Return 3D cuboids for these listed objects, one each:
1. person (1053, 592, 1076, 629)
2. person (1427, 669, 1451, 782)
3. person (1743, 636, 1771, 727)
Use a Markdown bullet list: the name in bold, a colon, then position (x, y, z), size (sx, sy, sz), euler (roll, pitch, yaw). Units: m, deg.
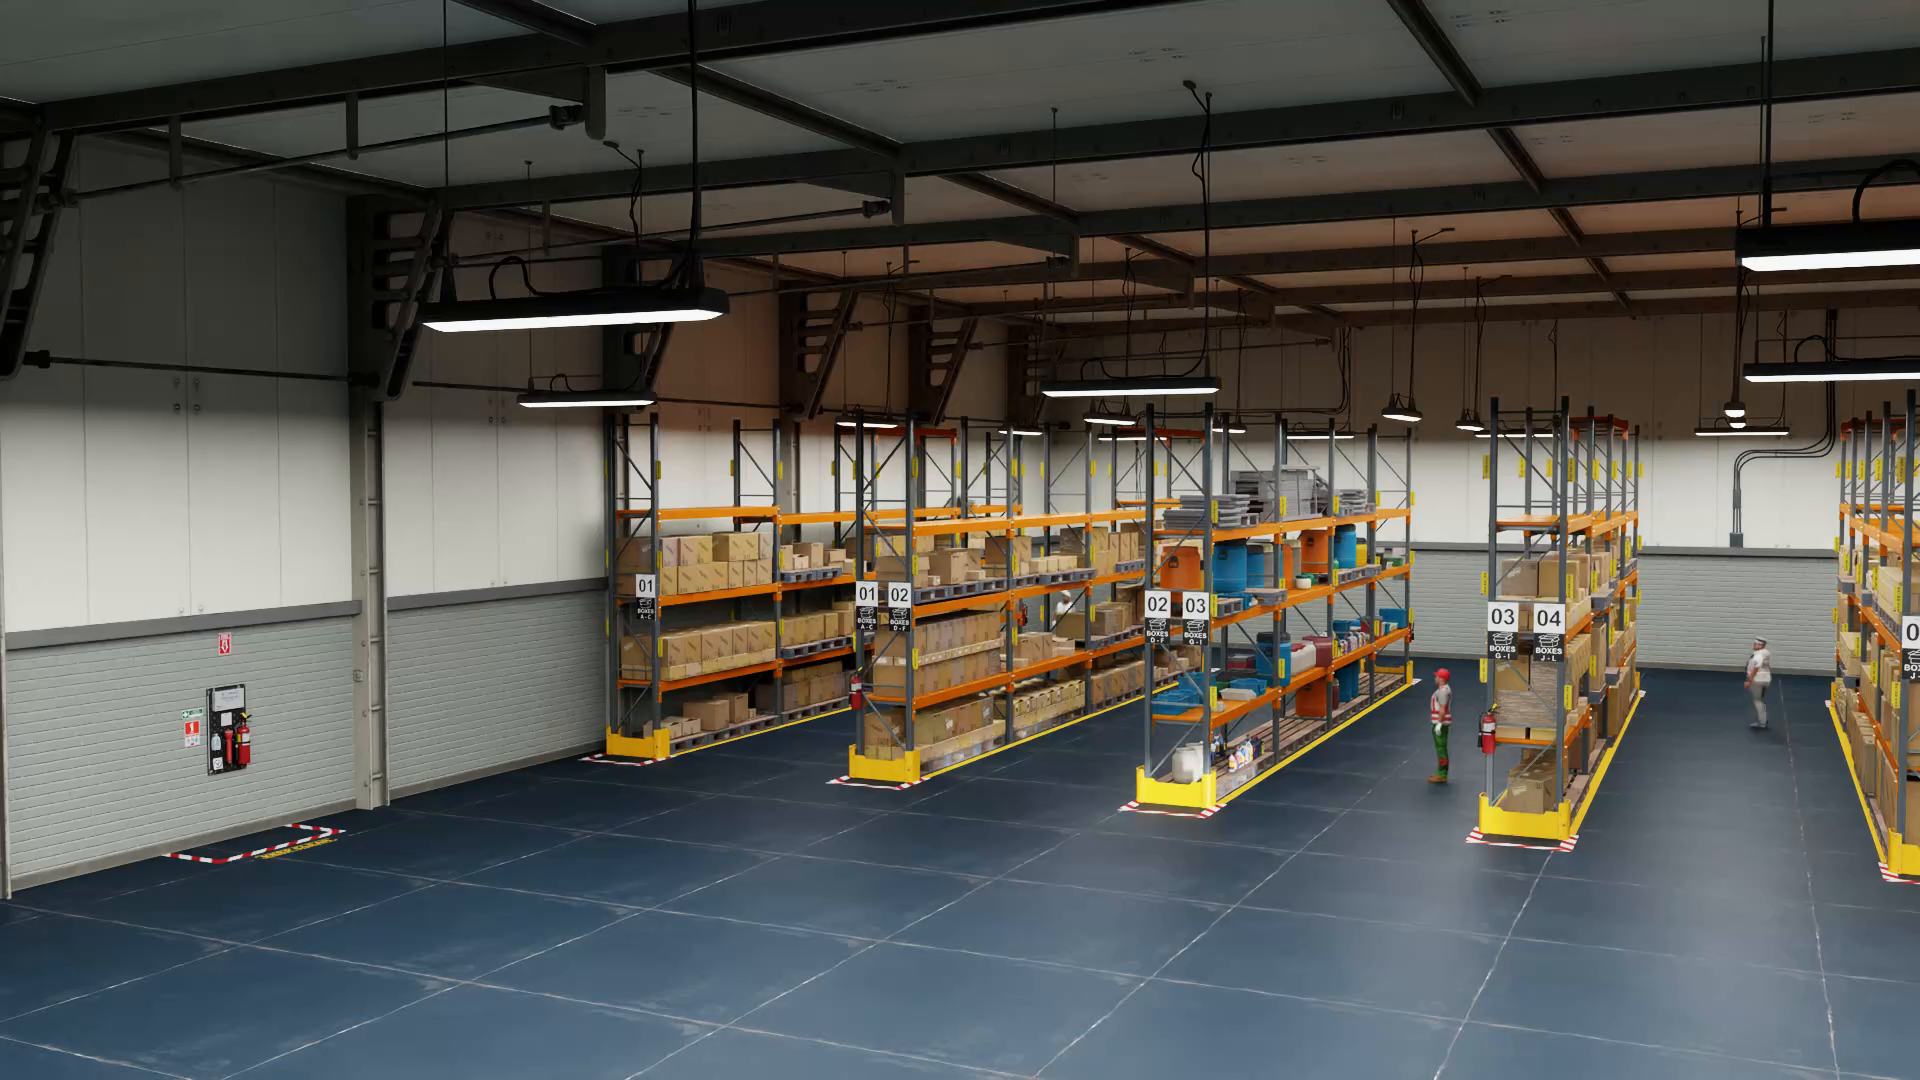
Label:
- **person**: position (2.798, 2.258, 44.427), size (0.625, 1.730, 1.082), euler (0, 2, 0)
- **person**: position (7.739, 2.974, 26.855), size (0.421, 1.794, 0.574), euler (0, 2, 7)
- **person**: position (15.497, 2.787, 32.293), size (0.580, 1.844, 0.484), euler (-1, 3, -23)
